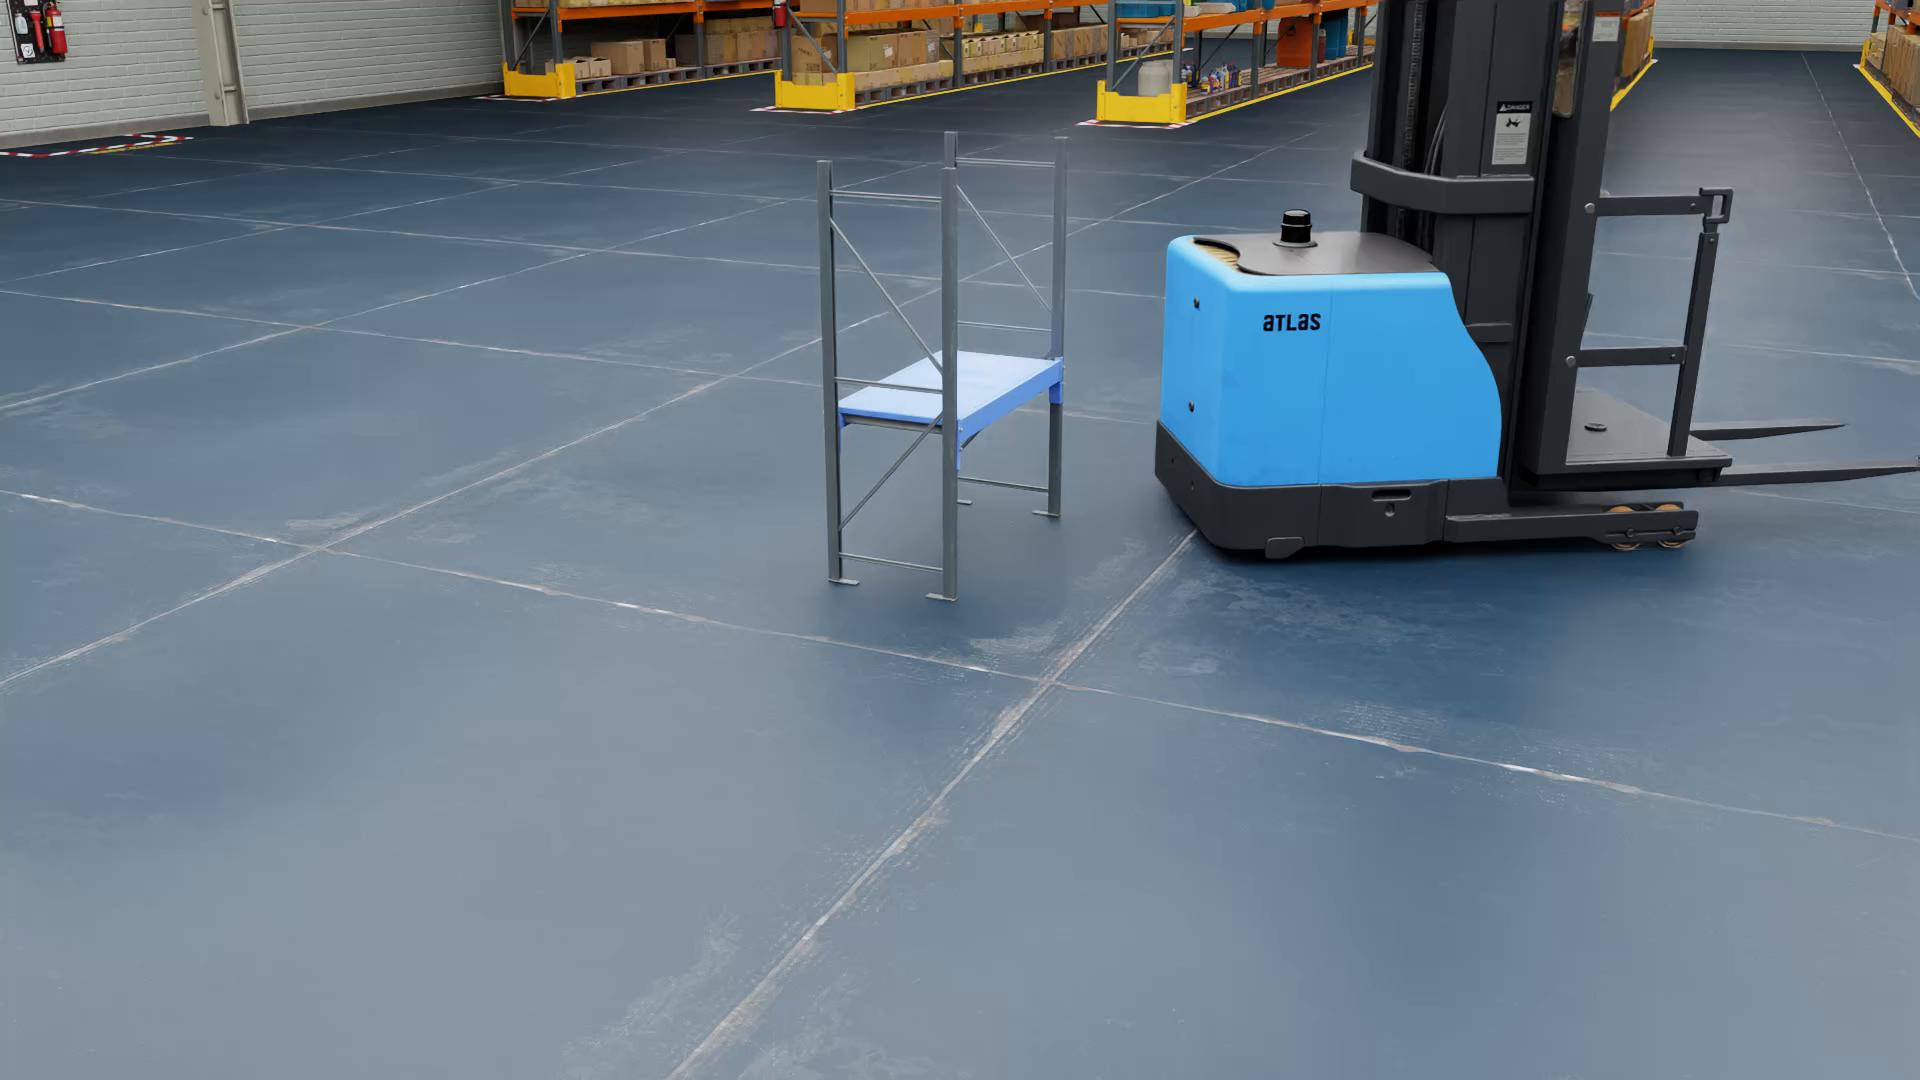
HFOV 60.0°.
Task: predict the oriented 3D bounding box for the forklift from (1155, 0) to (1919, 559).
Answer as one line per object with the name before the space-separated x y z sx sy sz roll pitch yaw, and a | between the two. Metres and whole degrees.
forklift | 2.382 -1.513 6.350 3.031 2.935 1.130 -3 20 -7

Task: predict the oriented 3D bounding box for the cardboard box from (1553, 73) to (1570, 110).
cardboard box | 7.219 -5.528 20.639 0.500 0.500 0.500 13 23 33

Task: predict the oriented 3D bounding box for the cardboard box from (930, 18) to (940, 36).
cardboard box | -0.874 -11.571 37.631 0.700 0.500 0.500 9 22 24

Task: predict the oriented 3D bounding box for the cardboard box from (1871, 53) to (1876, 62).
cardboard box | 16.946 -8.851 30.507 0.380 0.149 0.250 7 21 20

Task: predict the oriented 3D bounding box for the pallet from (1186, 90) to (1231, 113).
pallet | 3.256 -6.334 23.963 1.003 0.211 1.213 9 21 23

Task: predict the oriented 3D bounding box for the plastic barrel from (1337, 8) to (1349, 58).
plastic barrel | 7.105 -9.712 31.806 0.600 0.901 0.708 9 21 23

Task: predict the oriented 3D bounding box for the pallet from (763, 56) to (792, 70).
pallet | -3.654 -9.251 32.166 1.003 0.211 1.213 9 21 23

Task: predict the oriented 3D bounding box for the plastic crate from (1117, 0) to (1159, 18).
plastic crate | 2.362 -7.123 22.242 0.499 0.251 0.616 9 21 23

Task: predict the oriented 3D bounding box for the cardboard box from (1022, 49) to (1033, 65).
cardboard box | 0.988 -8.675 29.862 0.500 0.250 0.500 8 21 22

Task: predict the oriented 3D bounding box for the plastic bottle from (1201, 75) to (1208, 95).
plastic bottle | 3.457 -6.432 23.493 0.097 0.271 0.097 0 20 0

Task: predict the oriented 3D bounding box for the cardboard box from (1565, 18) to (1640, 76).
cardboard box | 10.526 -8.169 27.508 1.225 0.875 0.875 8 21 20

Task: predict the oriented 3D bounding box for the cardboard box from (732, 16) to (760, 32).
cardboard box | -3.073 -10.745 32.686 0.732 1.239 4.836 9 21 23

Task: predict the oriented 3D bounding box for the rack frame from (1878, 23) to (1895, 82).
rack frame | 16.346 -9.276 28.075 1.000 3.000 0.127 9 21 23

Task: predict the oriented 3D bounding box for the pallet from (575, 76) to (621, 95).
pallet | -6.212 -7.311 26.711 1.003 0.211 1.213 9 21 23

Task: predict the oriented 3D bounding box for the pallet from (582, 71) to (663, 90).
pallet | -5.712 -7.682 27.756 1.003 0.211 1.213 9 21 23

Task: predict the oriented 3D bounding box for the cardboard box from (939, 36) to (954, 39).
cardboard box | -0.338 -8.392 28.229 0.500 0.311 0.500 9 22 24

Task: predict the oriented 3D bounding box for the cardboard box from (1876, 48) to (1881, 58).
cardboard box | 16.378 -8.579 29.300 0.380 0.149 0.250 8 21 21

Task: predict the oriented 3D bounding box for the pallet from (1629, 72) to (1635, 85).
pallet | 11.117 -8.053 28.798 1.003 0.211 1.213 9 21 23

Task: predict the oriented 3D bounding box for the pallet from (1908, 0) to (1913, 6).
pallet | 15.481 -8.573 26.386 1.003 0.211 1.213 9 21 23

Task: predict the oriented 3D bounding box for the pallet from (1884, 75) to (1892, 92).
pallet | 15.530 -7.350 26.820 1.003 0.211 1.213 9 21 23

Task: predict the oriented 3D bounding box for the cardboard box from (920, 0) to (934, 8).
cardboard box | -0.836 -8.651 26.167 0.700 0.500 0.500 8 21 22

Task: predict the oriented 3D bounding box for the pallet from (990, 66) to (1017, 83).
pallet | 0.315 -8.193 29.192 1.003 0.211 1.213 9 21 23

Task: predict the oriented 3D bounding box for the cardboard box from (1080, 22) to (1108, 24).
cardboard box | 2.801 -10.590 34.845 0.500 0.500 0.500 9 21 23

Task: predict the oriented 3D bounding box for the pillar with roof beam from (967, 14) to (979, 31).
pillar with roof beam | 4.187 -16.429 39.235 9.100 9.000 0.400 9 21 23

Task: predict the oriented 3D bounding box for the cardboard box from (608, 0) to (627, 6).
cardboard box | -5.705 -8.718 26.700 0.500 0.250 0.500 8 21 22

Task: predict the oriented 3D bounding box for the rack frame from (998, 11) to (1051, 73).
rack frame | 1.188 -10.125 30.462 1.000 3.000 0.127 9 21 23

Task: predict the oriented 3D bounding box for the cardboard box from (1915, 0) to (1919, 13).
cardboard box | 14.072 -7.844 23.900 0.500 0.500 0.500 8 21 22

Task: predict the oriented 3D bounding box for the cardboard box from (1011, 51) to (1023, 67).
cardboard box | 0.700 -9.852 28.993 0.692 3.050 0.521 8 21 22

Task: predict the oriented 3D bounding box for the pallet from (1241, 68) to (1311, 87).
pallet | 5.353 -7.899 28.364 1.003 0.211 1.213 9 21 23

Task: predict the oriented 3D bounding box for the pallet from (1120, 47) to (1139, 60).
pallet | 3.108 -10.244 34.958 1.003 0.211 1.213 9 21 23

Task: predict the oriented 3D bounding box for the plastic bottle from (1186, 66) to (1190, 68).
plastic bottle | 3.430 -7.005 25.099 0.152 0.276 0.135 9 22 25

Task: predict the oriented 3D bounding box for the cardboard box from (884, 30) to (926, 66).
cardboard box | -0.857 -7.681 25.949 0.500 0.500 0.500 9 21 23

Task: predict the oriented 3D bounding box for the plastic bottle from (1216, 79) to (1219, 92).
plastic bottle | 3.678 -6.565 23.970 0.097 0.201 0.097 0 20 0

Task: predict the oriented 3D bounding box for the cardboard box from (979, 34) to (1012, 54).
cardboard box | 0.575 -8.631 28.901 0.500 0.311 0.500 9 22 24

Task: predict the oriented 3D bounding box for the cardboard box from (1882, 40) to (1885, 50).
cardboard box | 16.323 -8.639 29.024 0.380 0.149 0.250 9 21 23

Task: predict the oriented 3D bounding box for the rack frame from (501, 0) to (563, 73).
rack frame | -6.609 -8.358 25.494 1.000 3.000 0.127 9 21 23

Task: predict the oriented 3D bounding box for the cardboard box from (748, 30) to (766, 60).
cardboard box | -4.074 -9.309 31.240 0.700 0.500 0.500 8 21 22

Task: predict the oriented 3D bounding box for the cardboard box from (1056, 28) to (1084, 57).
cardboard box | 2.055 -9.568 31.970 0.500 0.500 0.500 8 21 22

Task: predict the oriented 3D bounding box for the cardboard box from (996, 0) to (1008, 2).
cardboard box | 0.516 -9.657 28.997 0.500 0.500 0.500 7 21 20

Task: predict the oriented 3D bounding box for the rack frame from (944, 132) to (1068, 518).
rack frame | 0.173 -0.836 6.581 0.500 1.500 0.032 9 21 23

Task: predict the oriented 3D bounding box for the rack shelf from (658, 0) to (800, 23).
rack shelf | -4.152 -9.853 30.772 1.077 0.370 4.000 9 21 23

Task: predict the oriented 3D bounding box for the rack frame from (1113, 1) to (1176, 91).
rack frame | 2.433 -6.998 21.670 0.949 2.616 0.053 9 21 23

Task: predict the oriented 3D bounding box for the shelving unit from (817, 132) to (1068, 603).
shelving unit | -0.035 -0.681 6.144 0.538 1.500 1.048 9 21 23

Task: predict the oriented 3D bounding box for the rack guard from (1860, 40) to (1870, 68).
rack guard | 17.953 -9.298 31.867 1.175 0.500 0.348 9 21 23

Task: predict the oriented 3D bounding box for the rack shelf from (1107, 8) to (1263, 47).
rack shelf | 3.249 -7.271 23.511 1.077 0.370 4.000 9 21 23

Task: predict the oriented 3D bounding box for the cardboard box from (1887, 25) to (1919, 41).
cardboard box | 15.802 -8.460 27.764 0.500 0.250 0.500 8 21 20

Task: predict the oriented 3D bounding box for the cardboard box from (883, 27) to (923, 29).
cardboard box | -0.925 -8.059 27.011 0.500 0.500 0.500 9 21 23

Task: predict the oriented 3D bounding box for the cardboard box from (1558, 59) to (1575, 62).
cardboard box | 8.386 -6.445 23.219 0.500 0.500 0.500 8 21 21

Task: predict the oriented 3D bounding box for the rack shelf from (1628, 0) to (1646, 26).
rack shelf | 11.043 -9.037 28.477 1.077 0.370 4.000 9 21 23

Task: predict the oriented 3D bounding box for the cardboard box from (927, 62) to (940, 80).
cardboard box | -0.654 -7.481 26.505 0.500 0.250 0.500 9 21 23

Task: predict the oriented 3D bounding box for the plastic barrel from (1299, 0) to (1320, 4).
plastic barrel | 5.792 -9.325 28.009 0.600 0.536 0.708 9 21 23

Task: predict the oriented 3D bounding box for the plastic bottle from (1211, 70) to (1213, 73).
plastic bottle | 3.689 -6.720 24.286 0.061 0.283 0.133 9 21 23

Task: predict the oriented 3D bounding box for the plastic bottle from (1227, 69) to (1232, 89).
plastic bottle | 3.960 -6.798 24.505 0.061 0.283 0.133 10 22 26
